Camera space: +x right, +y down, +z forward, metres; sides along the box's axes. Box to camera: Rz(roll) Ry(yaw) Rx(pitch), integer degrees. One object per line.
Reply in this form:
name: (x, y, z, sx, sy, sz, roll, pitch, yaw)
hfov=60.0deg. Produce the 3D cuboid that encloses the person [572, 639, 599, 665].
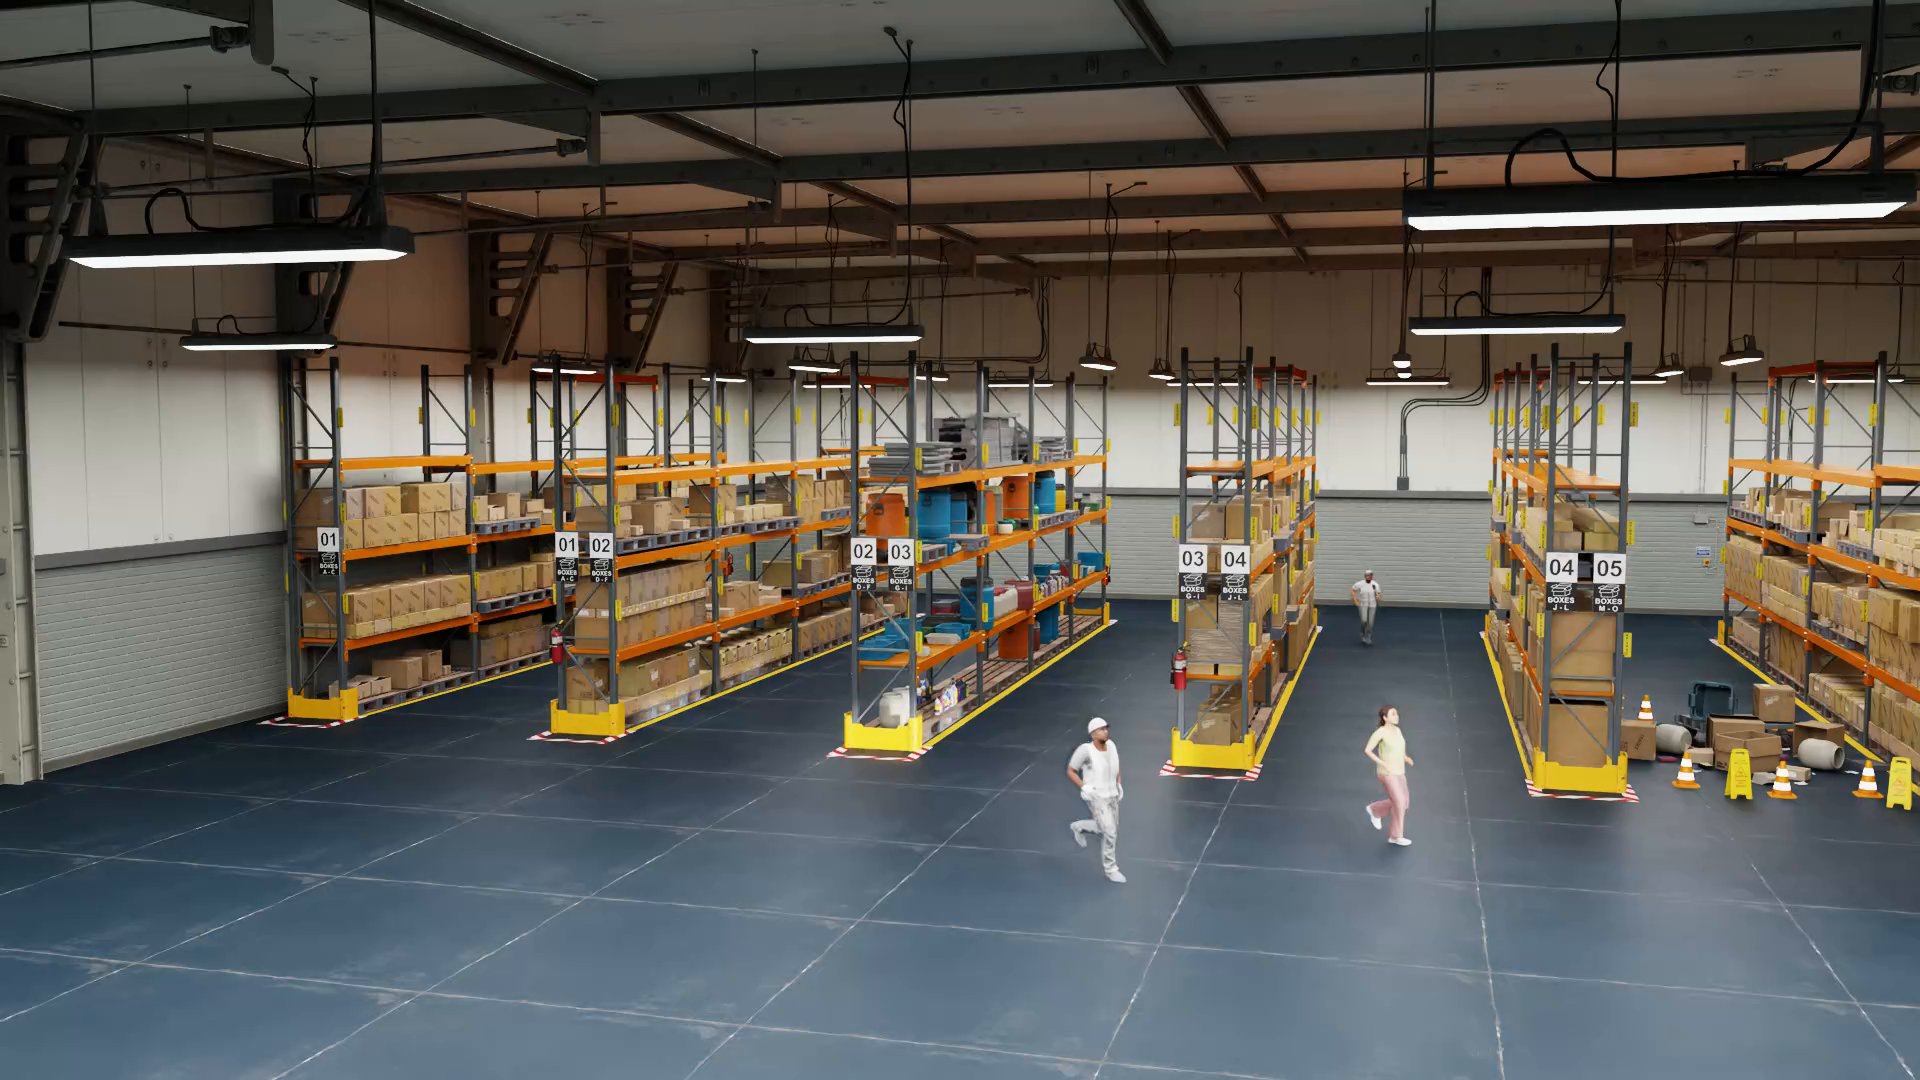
person: (-6.626, 1.940, 29.699, 0.662, 1.716, 0.989, 1, 4, 7)

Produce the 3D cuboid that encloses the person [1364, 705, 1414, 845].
person: (5.059, 2.755, 19.598, 0.584, 1.613, 0.648, -3, 5, -36)

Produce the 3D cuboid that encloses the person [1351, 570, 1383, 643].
person: (9.024, 1.490, 36.817, 0.657, 1.621, 0.672, 0, 4, 1)

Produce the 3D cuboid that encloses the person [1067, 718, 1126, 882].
person: (1.503, 2.815, 18.243, 0.678, 1.745, 0.875, -4, 6, -44)
